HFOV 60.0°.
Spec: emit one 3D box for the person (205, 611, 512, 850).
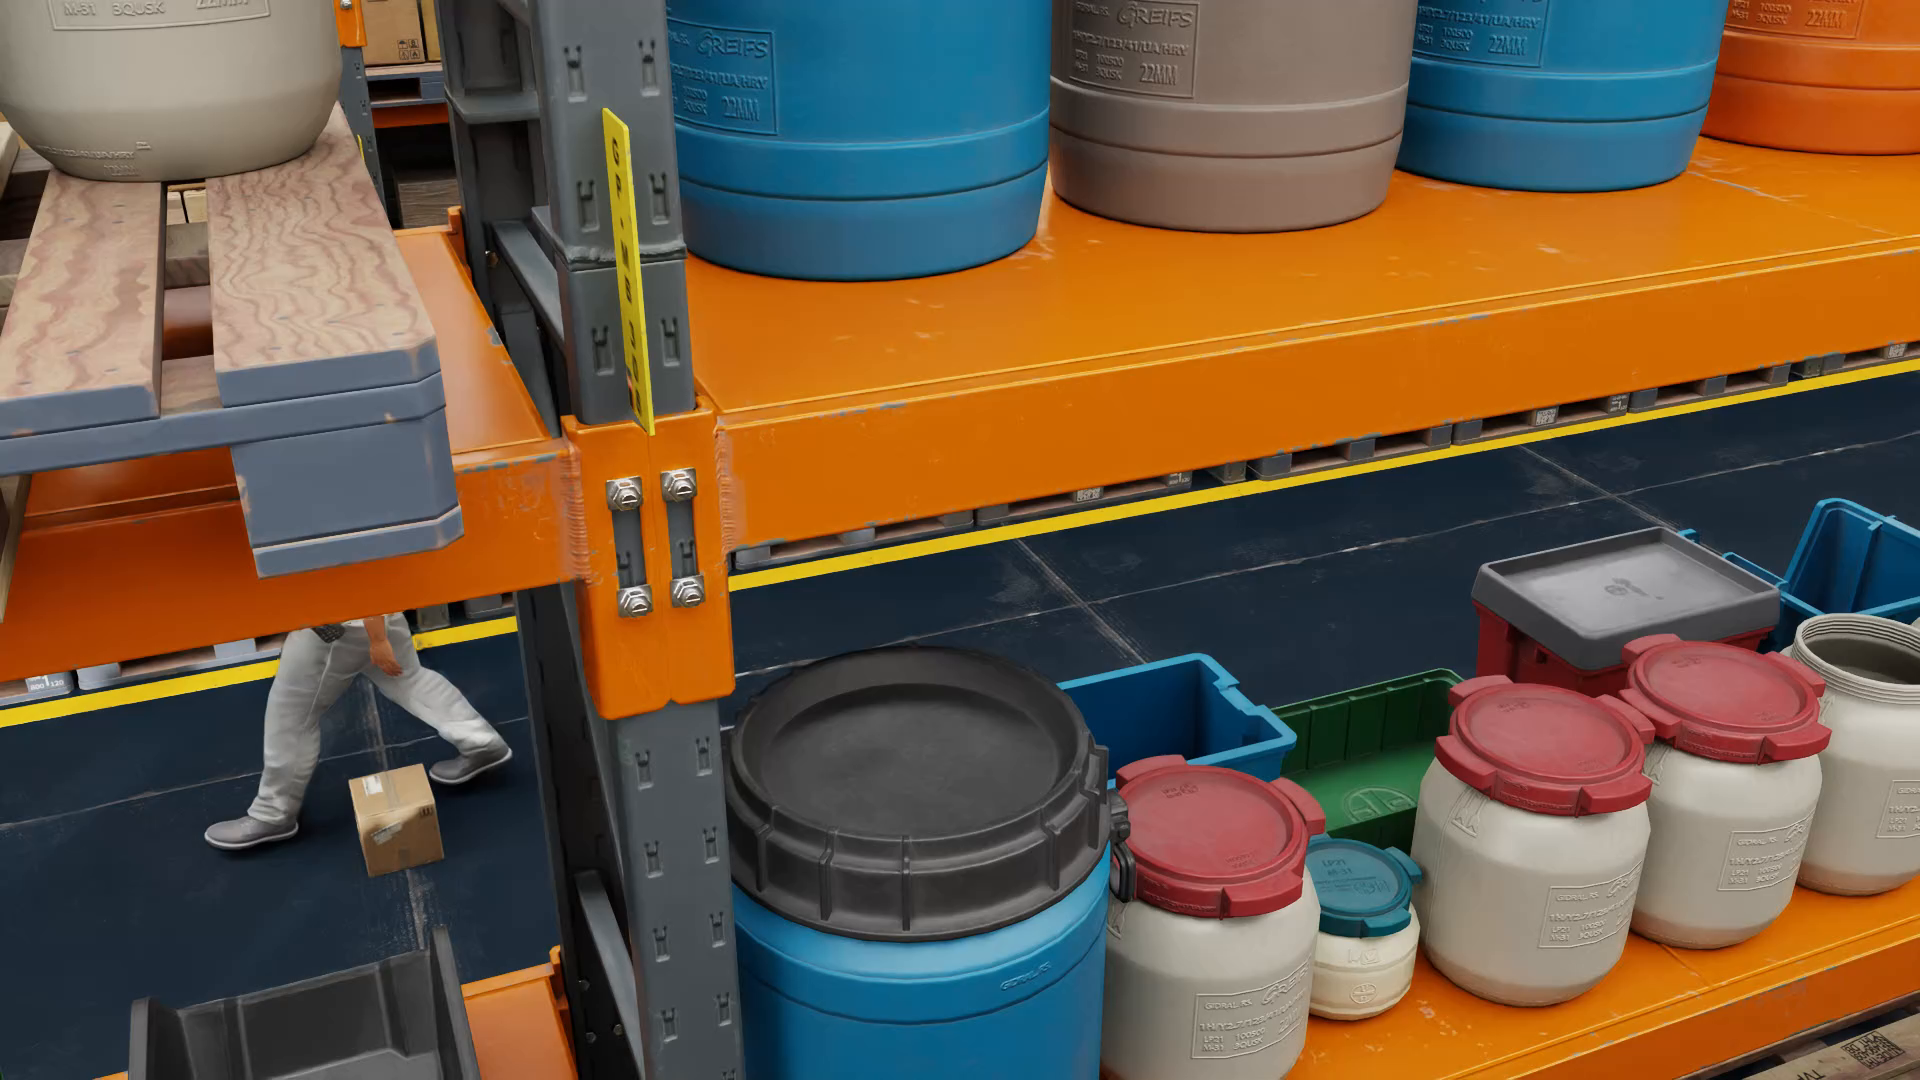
[{"bbox_3d":[-2.138,0.230,5.653,1.036,1.607,0.523,-6,27,-13],"label":"person"}]
